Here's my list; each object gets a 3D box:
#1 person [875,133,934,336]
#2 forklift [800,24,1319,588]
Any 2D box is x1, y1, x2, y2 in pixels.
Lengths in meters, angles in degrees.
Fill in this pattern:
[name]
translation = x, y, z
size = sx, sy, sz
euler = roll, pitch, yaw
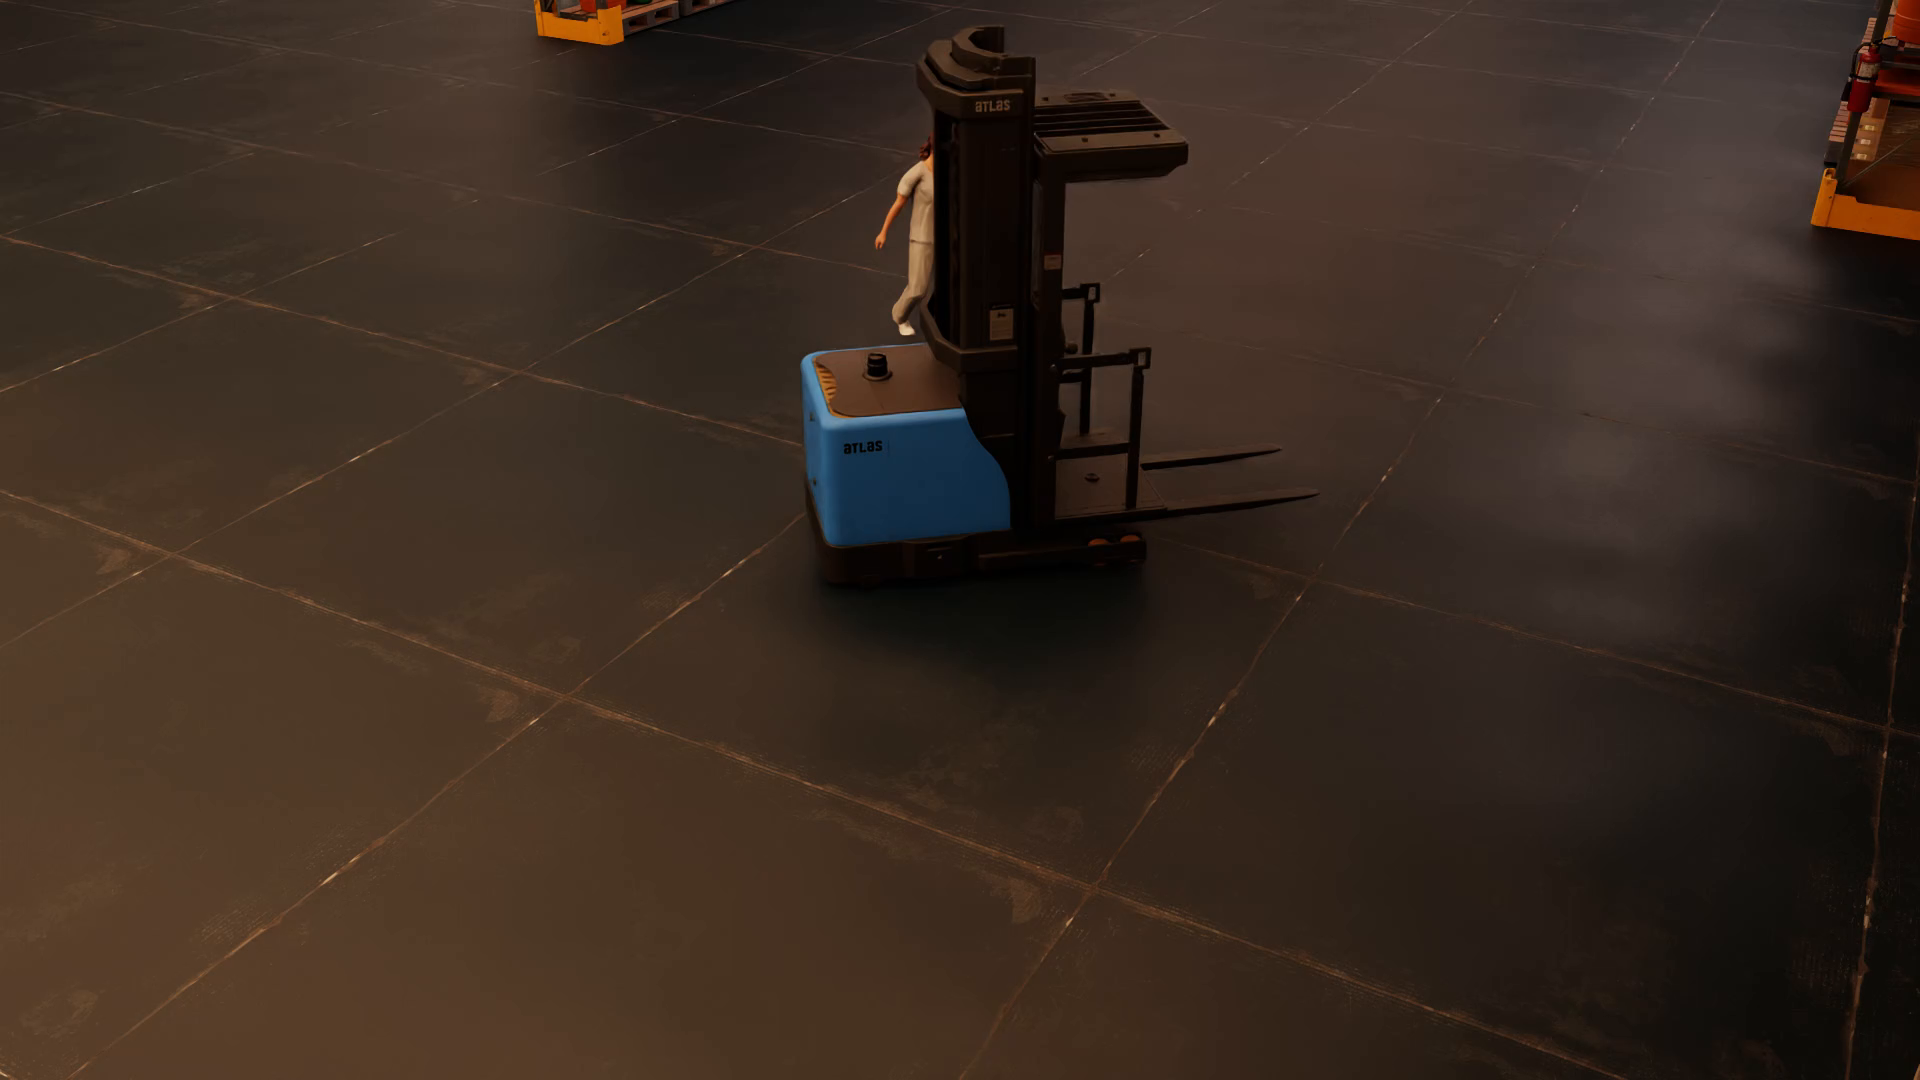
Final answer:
[person]
translation = -0.254, -2.281, 12.366
size = 0.799, 1.598, 0.477
euler = -15, 33, -24
[forklift]
translation = 0.623, -1.362, 9.430
size = 3.031, 2.935, 1.130
euler = -6, 31, -10
